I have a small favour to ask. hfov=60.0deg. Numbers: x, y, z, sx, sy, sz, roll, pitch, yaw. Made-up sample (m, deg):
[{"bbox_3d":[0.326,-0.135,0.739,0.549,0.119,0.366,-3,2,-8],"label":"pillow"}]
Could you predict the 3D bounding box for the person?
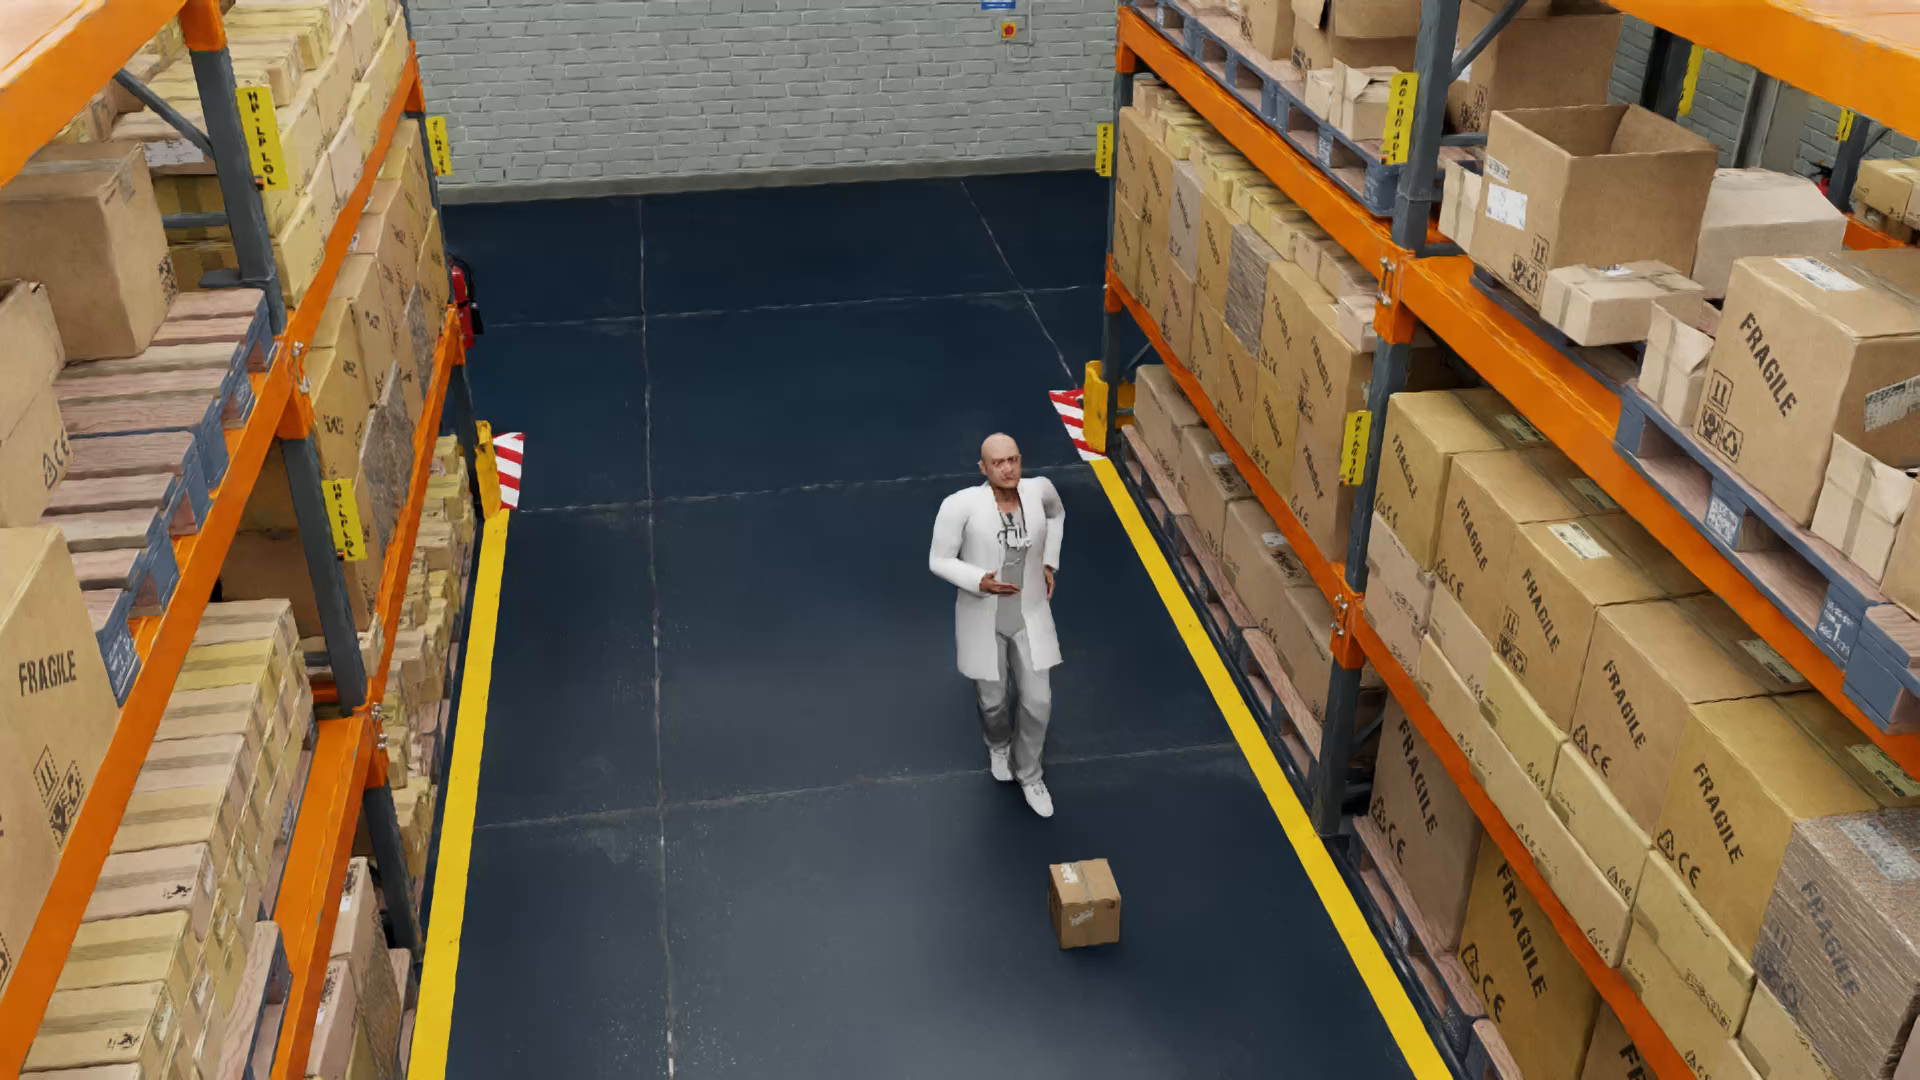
[{"bbox_3d":[0.203,0.370,7.574,0.685,1.777,0.733,-5,31,-9],"label":"person"}]
